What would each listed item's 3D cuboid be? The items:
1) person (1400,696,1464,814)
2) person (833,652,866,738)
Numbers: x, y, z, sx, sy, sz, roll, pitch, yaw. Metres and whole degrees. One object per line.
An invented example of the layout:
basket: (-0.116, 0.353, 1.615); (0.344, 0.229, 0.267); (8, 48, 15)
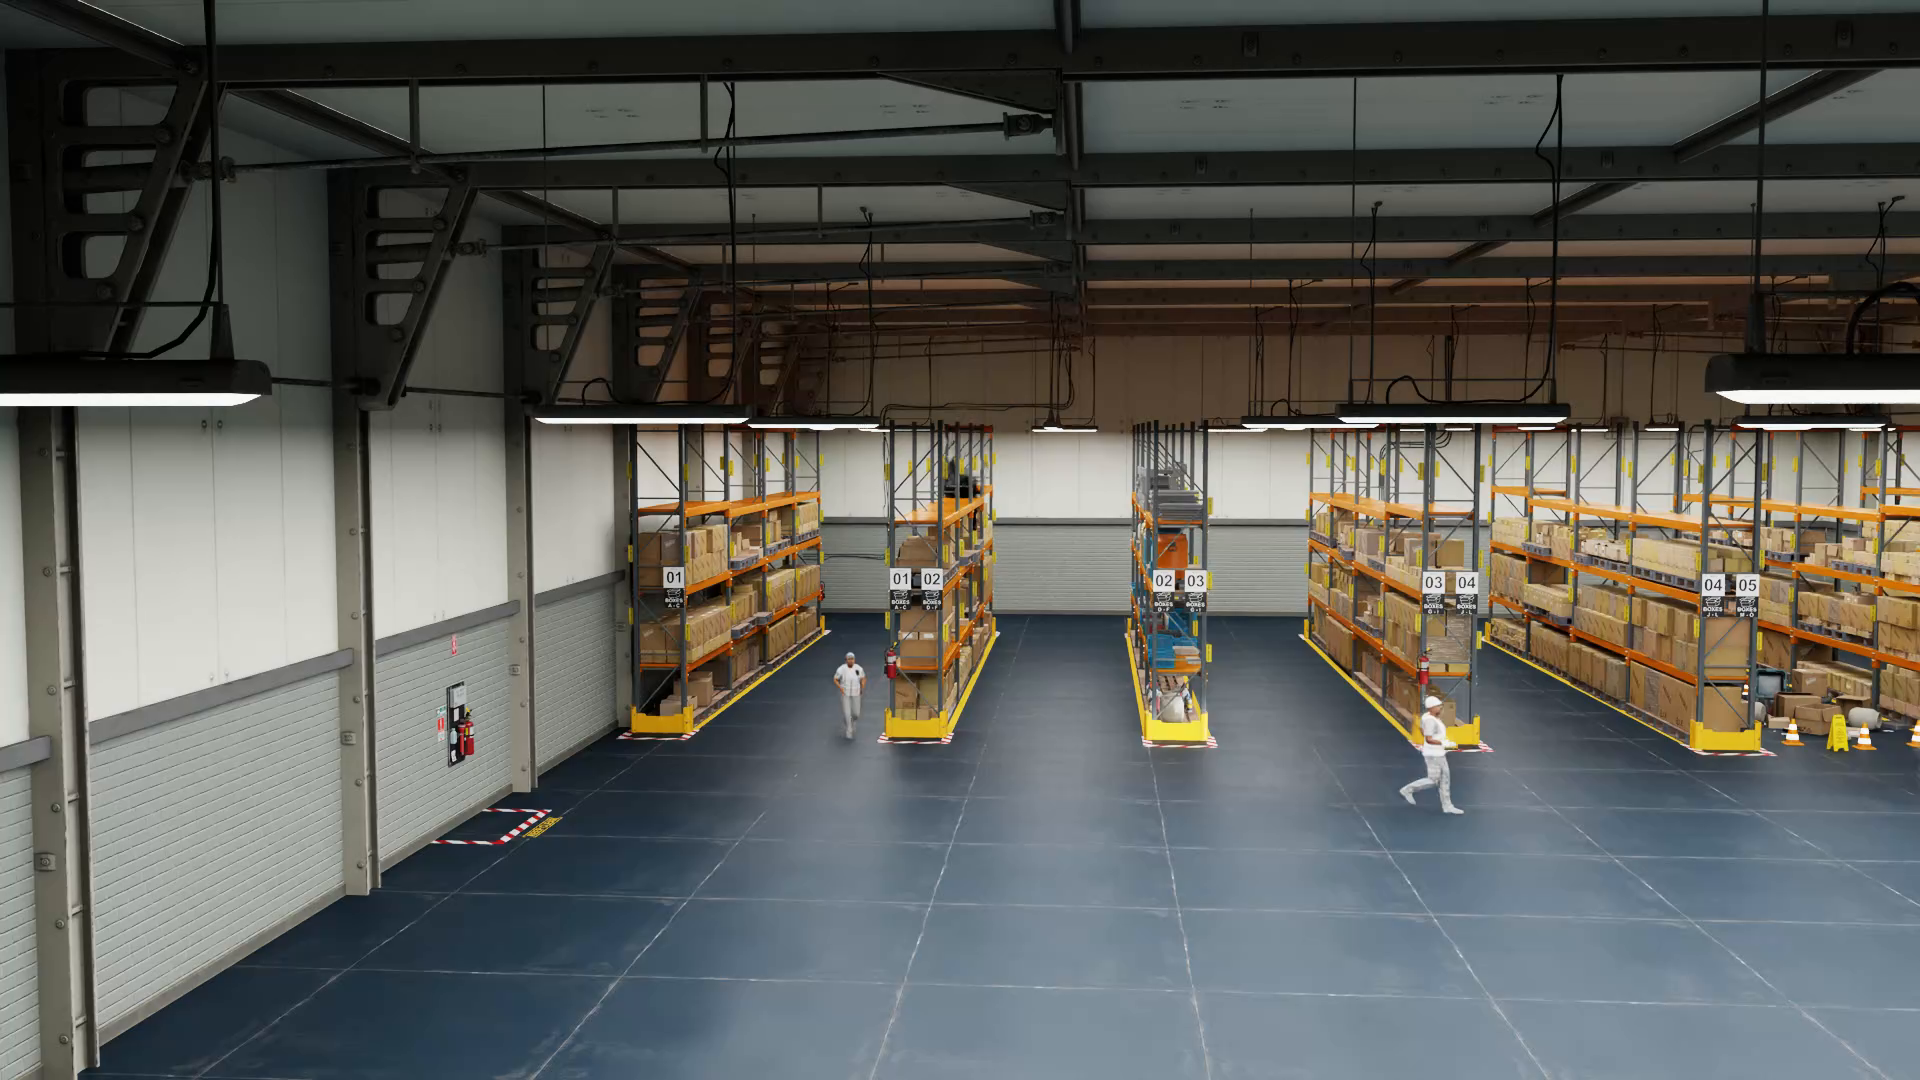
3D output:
person: (7.131, 3.238, 25.079); (0.940, 1.768, 0.682); (1, 4, 21)
person: (-2.081, 2.938, 31.492); (0.623, 1.638, 0.553); (-1, 4, -12)
